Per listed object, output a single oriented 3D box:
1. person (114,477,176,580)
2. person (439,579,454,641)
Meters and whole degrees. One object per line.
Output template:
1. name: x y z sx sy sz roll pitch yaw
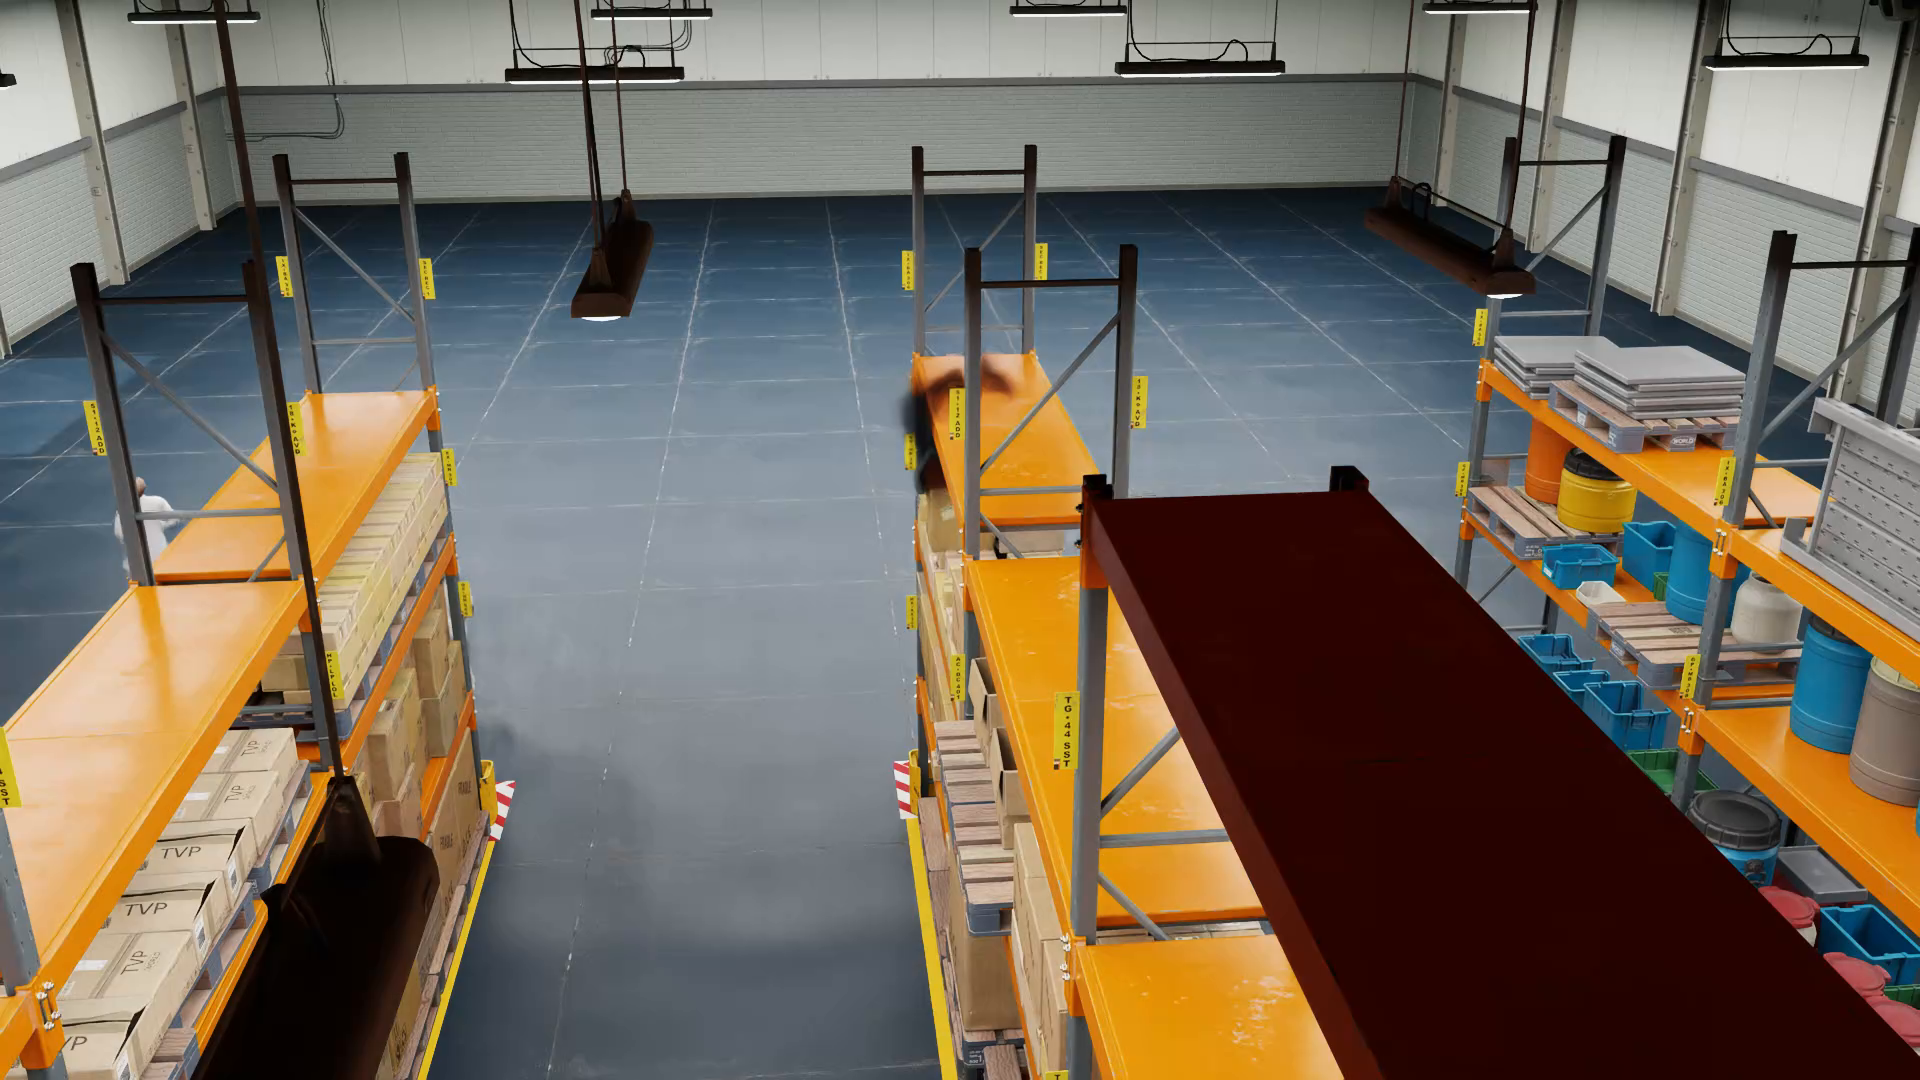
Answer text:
1. person: -9.336 0.085 19.072 0.661 1.727 0.706 19 29 40
2. person: -5.352 0.926 17.074 0.547 1.663 0.574 17 27 37
